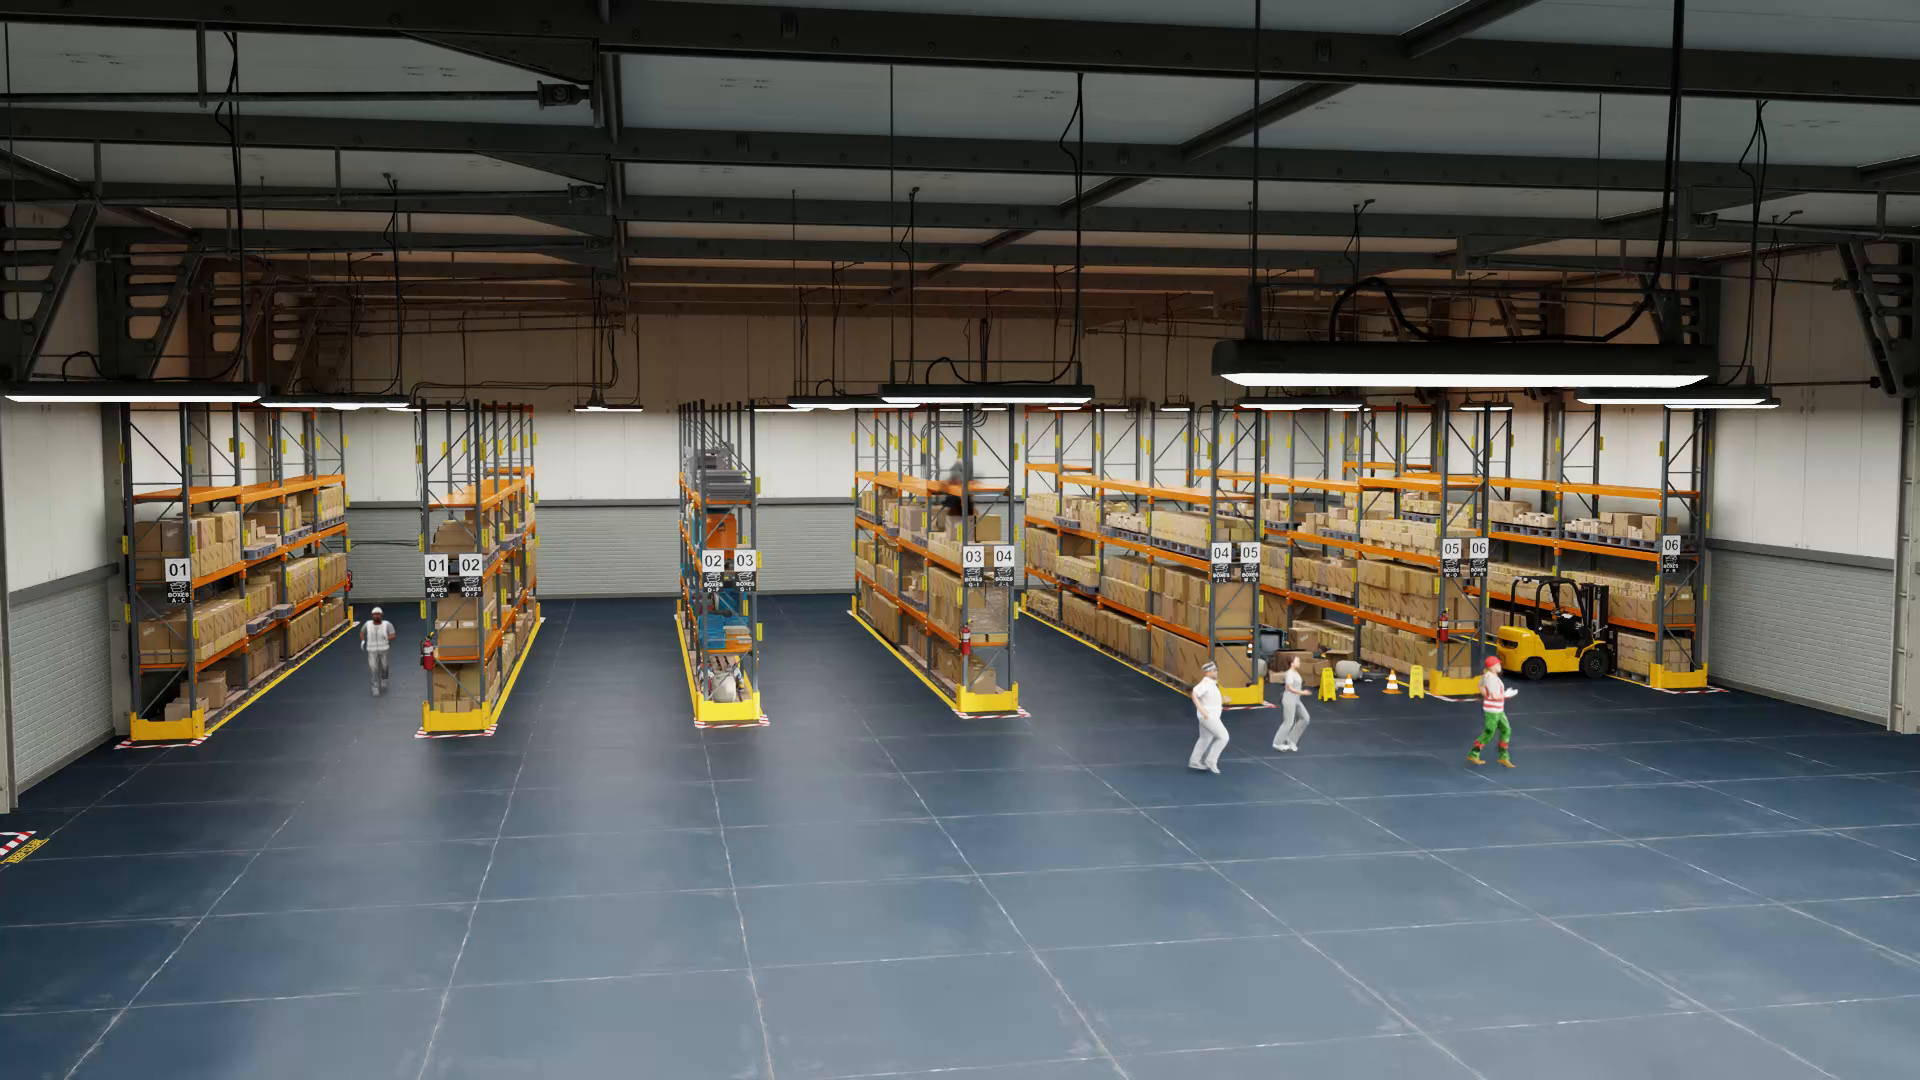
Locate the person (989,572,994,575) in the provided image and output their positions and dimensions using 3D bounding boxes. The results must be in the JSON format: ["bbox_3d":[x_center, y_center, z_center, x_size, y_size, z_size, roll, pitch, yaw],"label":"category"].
[{"bbox_3d":[0.905,1.387,46.957,0.622,1.591,0.509,-1,4,-10],"label":"person"}]

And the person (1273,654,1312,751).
[{"bbox_3d":[5.662,2.773,28.240,0.681,1.688,0.582,2,5,28],"label":"person"}]

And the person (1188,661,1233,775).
[{"bbox_3d":[4.011,2.839,26.587,0.686,1.811,0.644,1,4,7],"label":"person"}]

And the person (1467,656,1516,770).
[{"bbox_3d":[8.595,2.788,26.845,0.755,1.832,0.632,2,5,23],"label":"person"}]

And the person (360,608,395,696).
[{"bbox_3d":[-11.891,2.257,33.974,0.693,1.763,0.986,-1,5,-18],"label":"person"}]
